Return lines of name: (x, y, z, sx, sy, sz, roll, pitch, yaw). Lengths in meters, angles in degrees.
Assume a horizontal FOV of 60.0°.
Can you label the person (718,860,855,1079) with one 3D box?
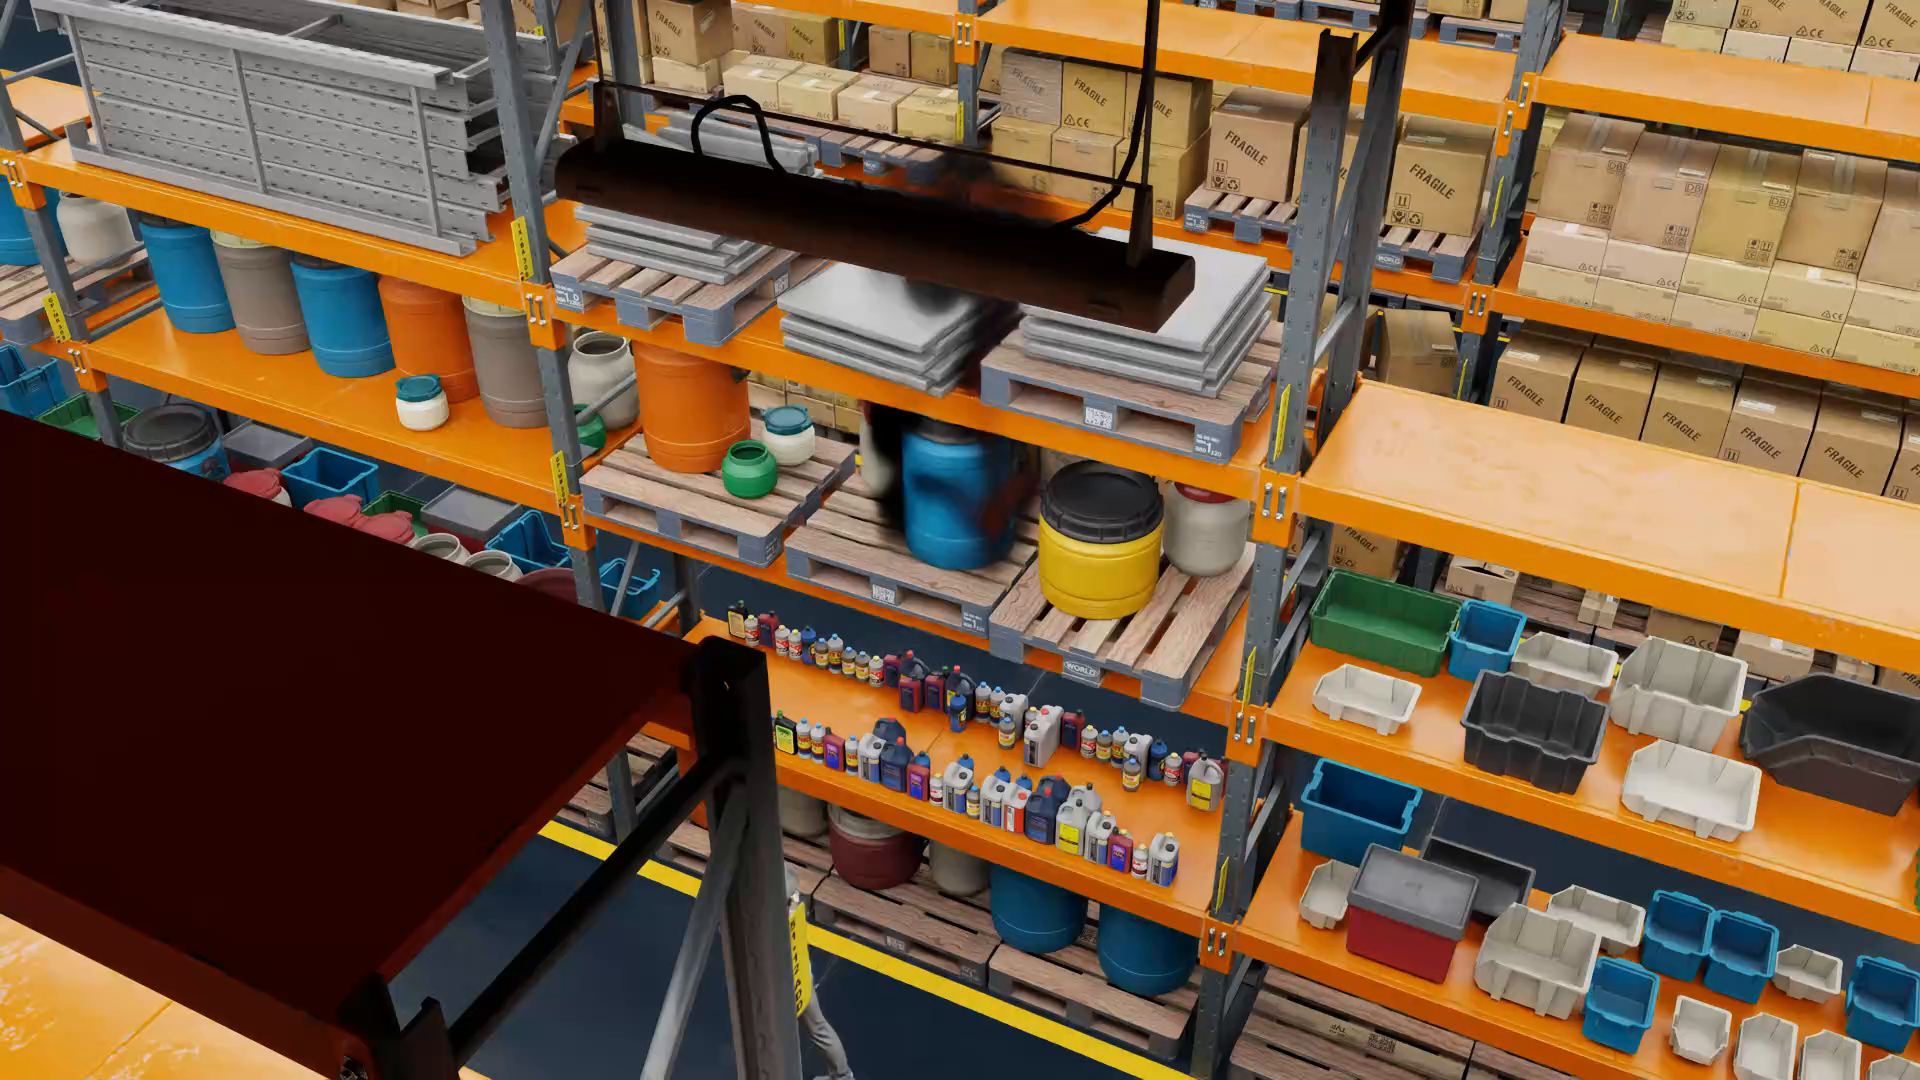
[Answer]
person: (-0.941, 2.331, 8.595, 0.789, 1.794, 0.593, 12, 37, 16)
